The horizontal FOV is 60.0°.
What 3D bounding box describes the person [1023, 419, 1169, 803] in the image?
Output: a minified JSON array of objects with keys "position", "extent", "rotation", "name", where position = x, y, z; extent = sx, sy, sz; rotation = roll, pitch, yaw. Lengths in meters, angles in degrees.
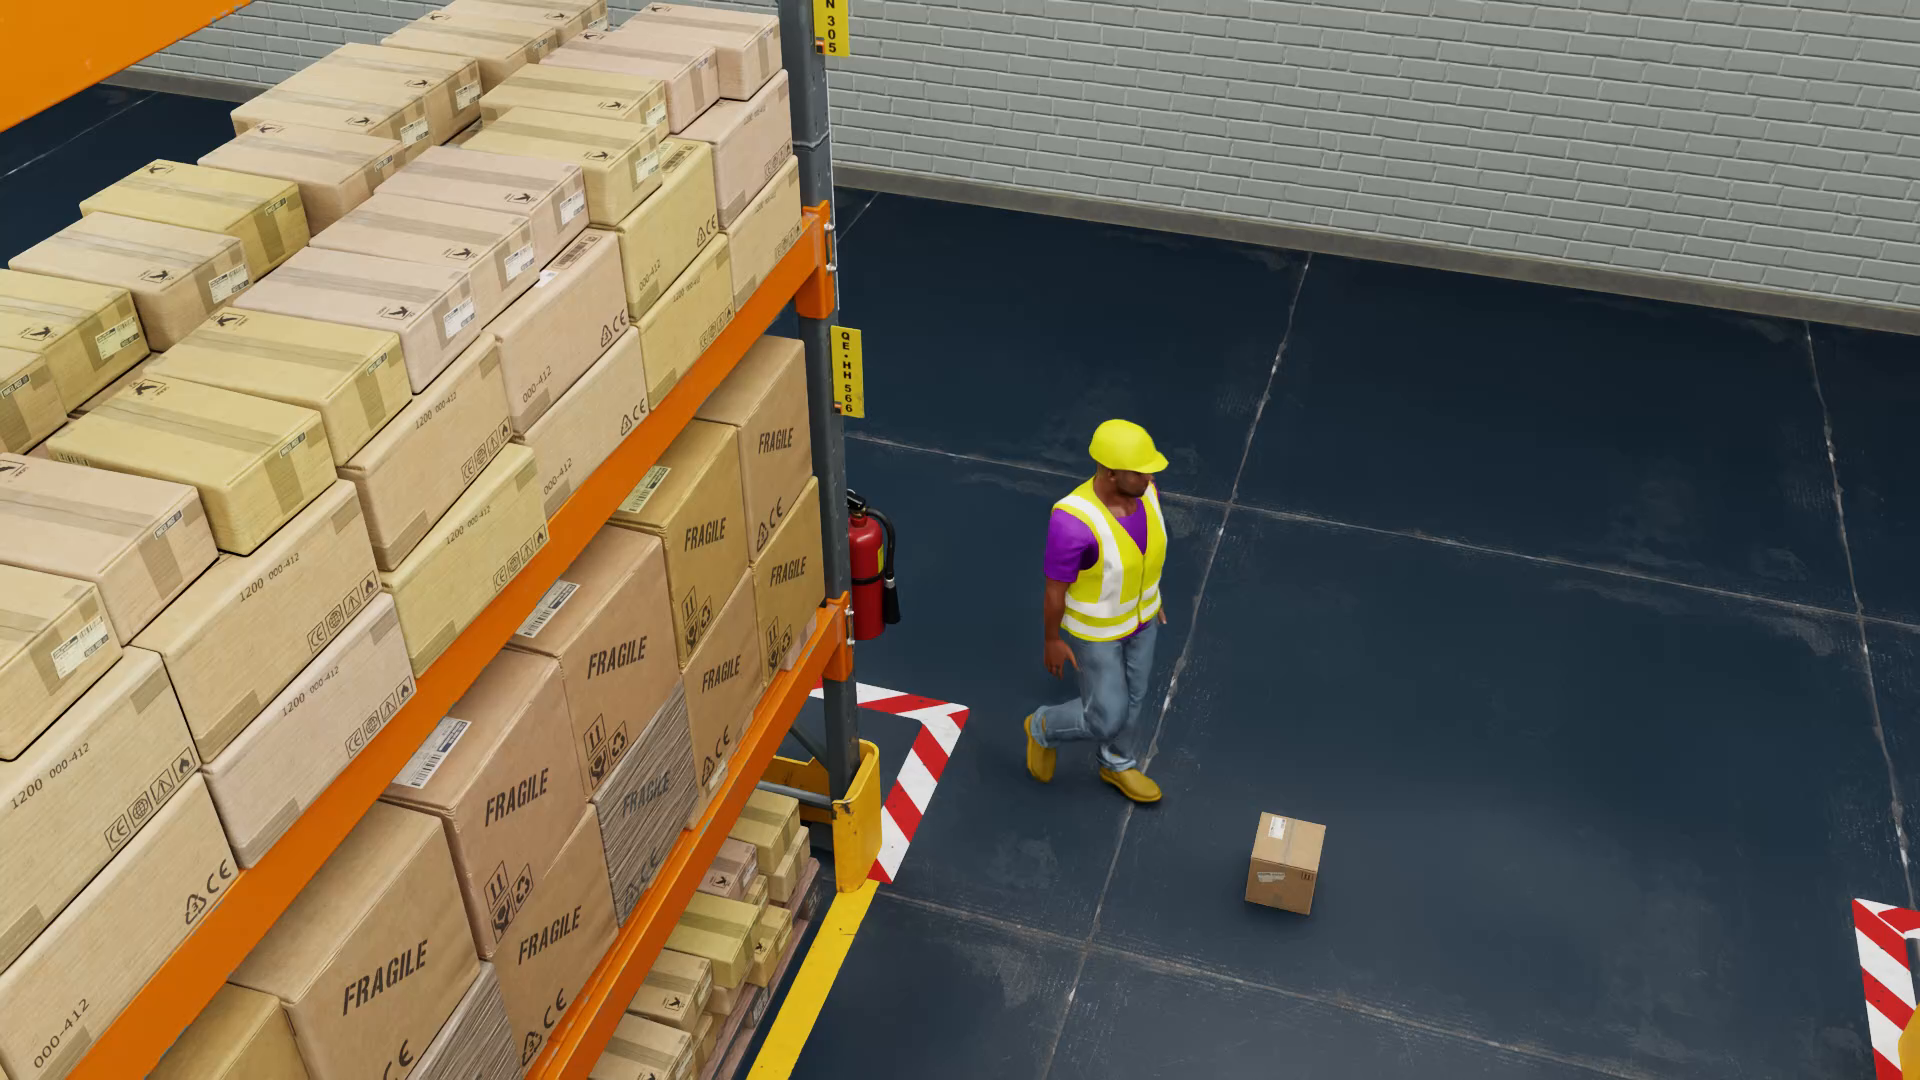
[{"position":[0.576,0.296,6.465],"extent":[0.590,1.767,0.581],"rotation":[-30,46,-34],"name":"person"}]
